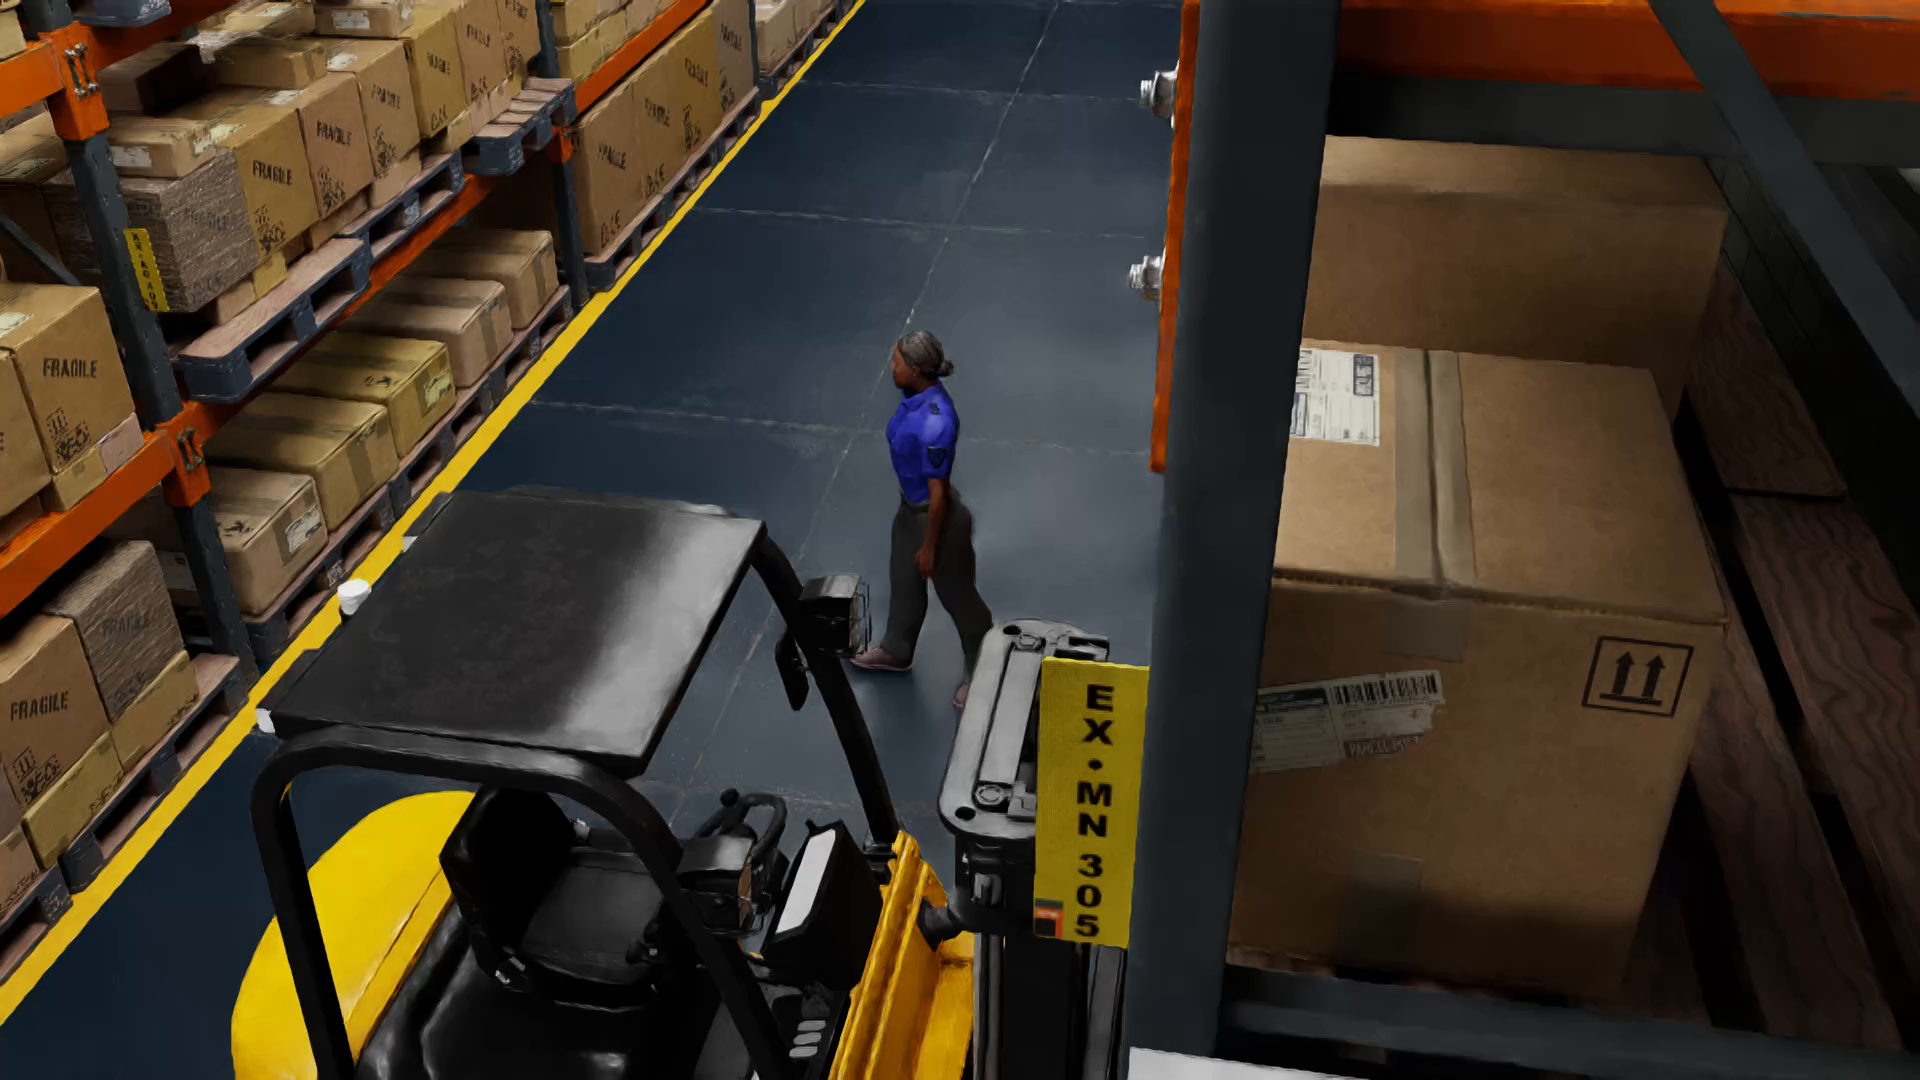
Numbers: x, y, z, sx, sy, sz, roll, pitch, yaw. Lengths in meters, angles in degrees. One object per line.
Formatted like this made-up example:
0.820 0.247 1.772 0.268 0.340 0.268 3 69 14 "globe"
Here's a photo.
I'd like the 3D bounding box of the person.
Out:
-0.159 -0.107 6.789 0.611 1.643 0.600 -7 33 -11 "person"
